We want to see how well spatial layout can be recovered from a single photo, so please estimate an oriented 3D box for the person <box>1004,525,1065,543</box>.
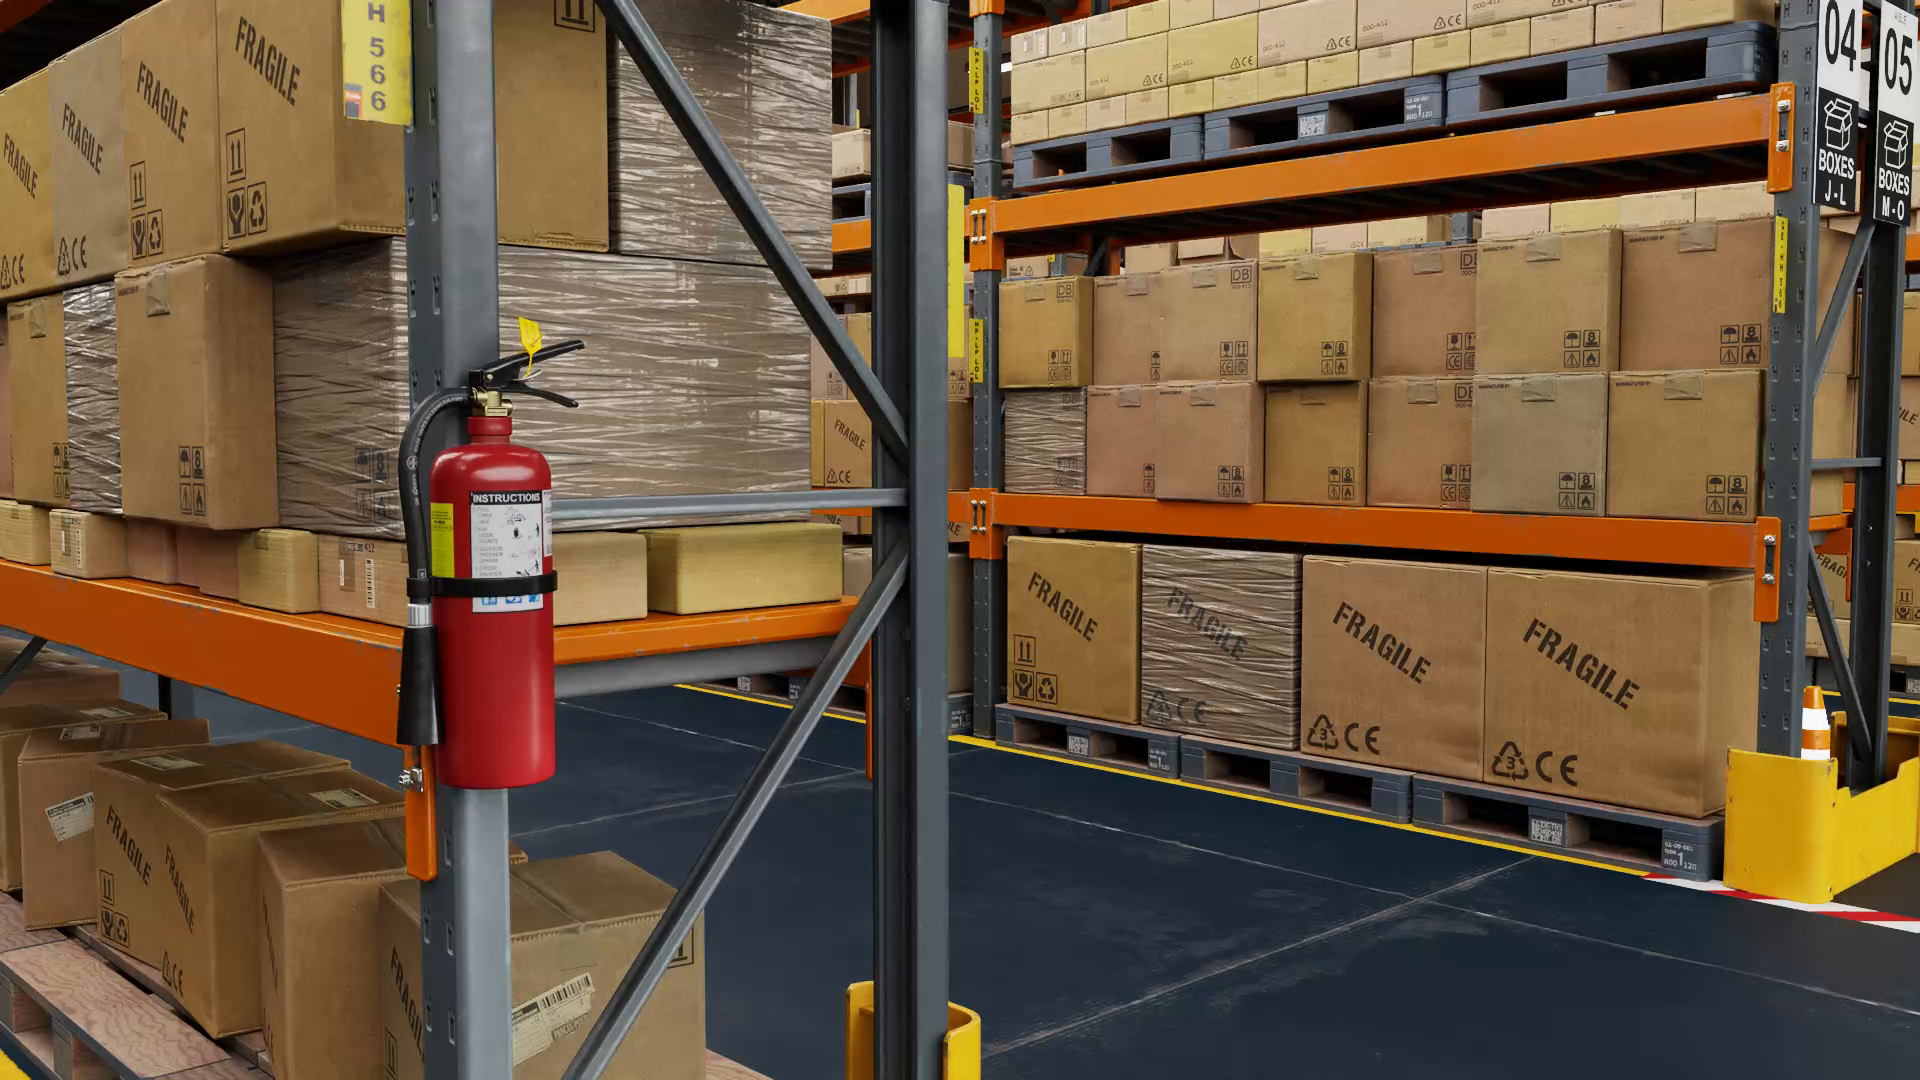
[{"bbox_3d":[0.528,-0.087,12.550,0.644,1.772,0.429,4,5,43],"label":"person"}]
